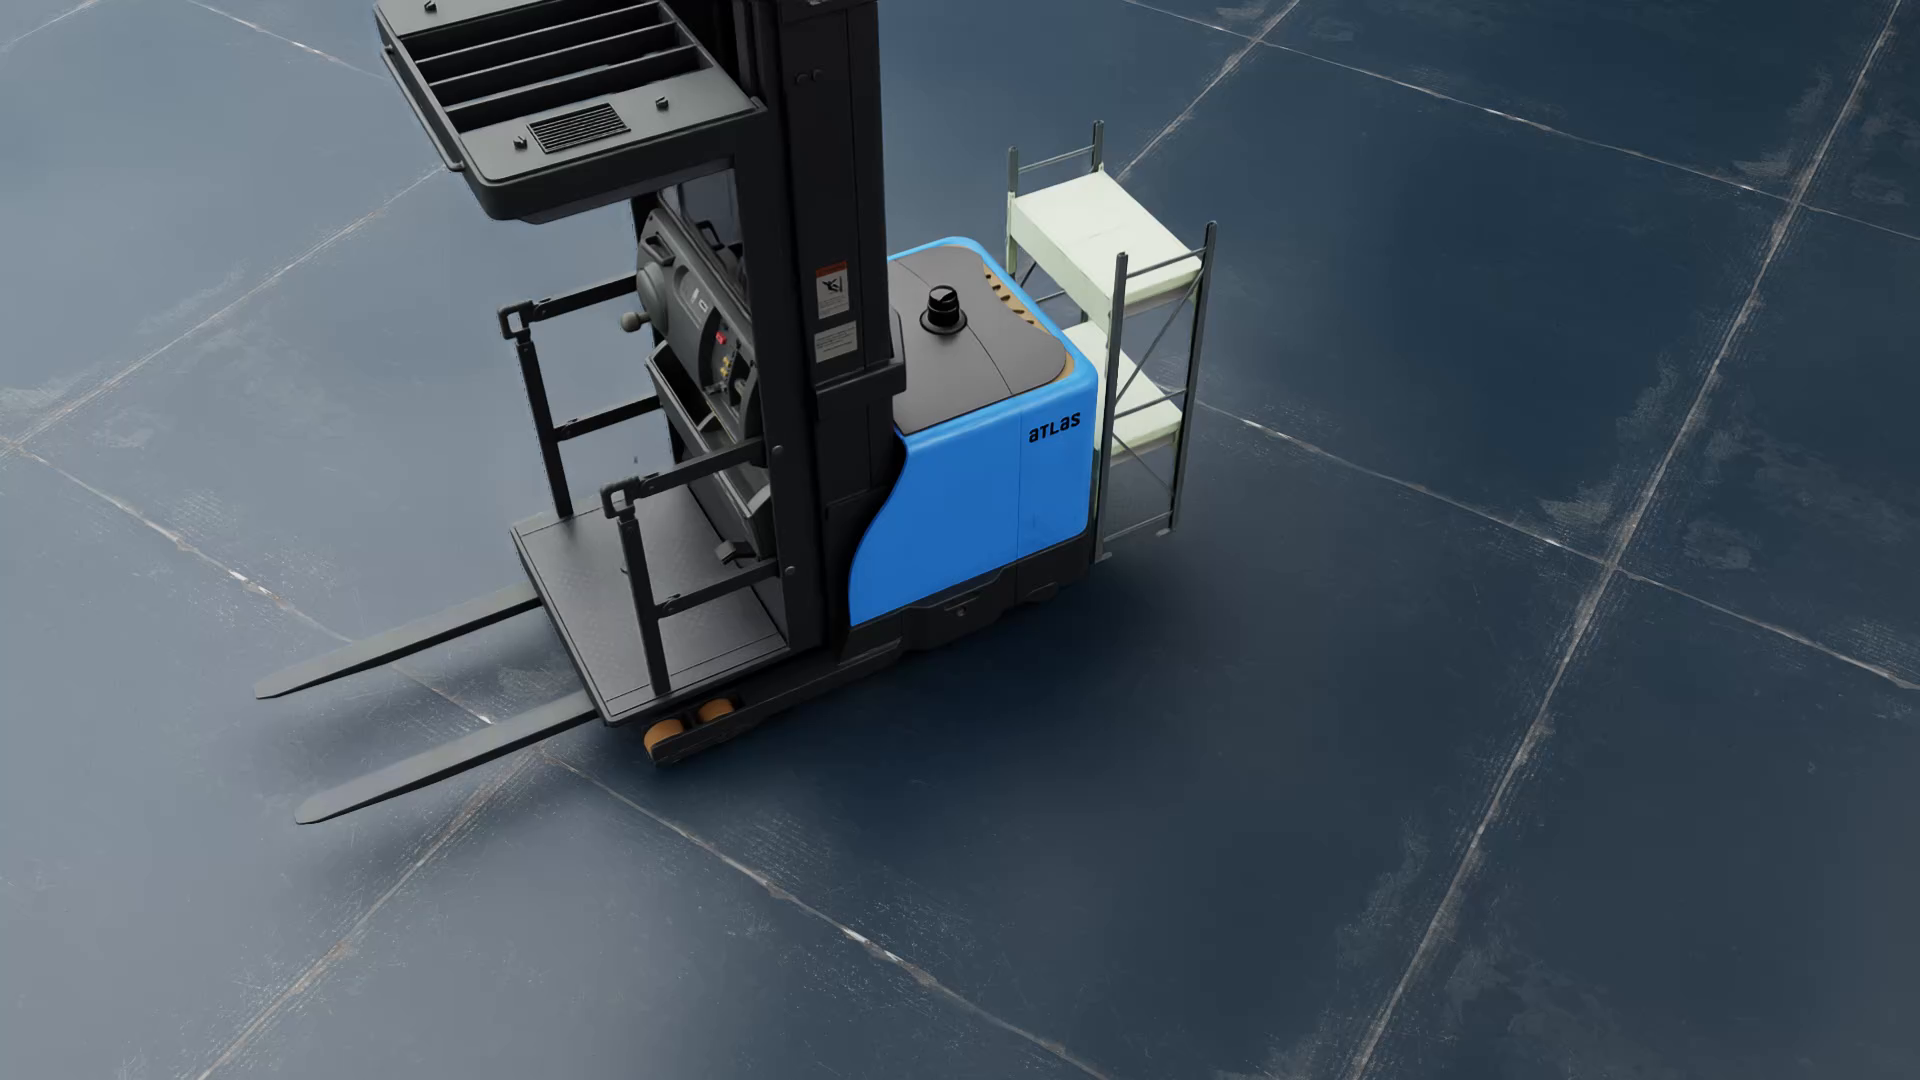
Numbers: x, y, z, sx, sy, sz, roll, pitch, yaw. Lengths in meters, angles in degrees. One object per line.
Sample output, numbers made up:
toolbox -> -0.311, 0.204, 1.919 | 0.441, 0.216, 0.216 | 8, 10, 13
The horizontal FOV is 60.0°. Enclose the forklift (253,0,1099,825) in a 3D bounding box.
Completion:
forklift -> -1.037, -0.654, 5.342 | 3.031, 2.935, 1.130 | -22, 50, -20

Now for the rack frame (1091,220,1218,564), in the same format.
rack frame -> 0.707, -0.502, 6.192 | 0.400, 1.500, 0.023 | -22, 50, -20

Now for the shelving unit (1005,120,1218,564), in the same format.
shelving unit -> 0.531, -0.732, 6.416 | 0.431, 1.500, 0.755 | -22, 50, -20

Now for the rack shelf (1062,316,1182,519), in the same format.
rack shelf -> 0.531, -0.505, 6.650 | 0.431, 0.370, 0.720 | -22, 50, -20

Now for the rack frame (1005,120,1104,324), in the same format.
rack frame -> 0.354, -0.962, 6.639 | 0.400, 1.500, 0.023 | -22, 50, -20

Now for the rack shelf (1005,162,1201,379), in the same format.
rack shelf -> 0.531, -1.004, 6.136 | 0.431, 0.370, 0.720 | -22, 50, -20
